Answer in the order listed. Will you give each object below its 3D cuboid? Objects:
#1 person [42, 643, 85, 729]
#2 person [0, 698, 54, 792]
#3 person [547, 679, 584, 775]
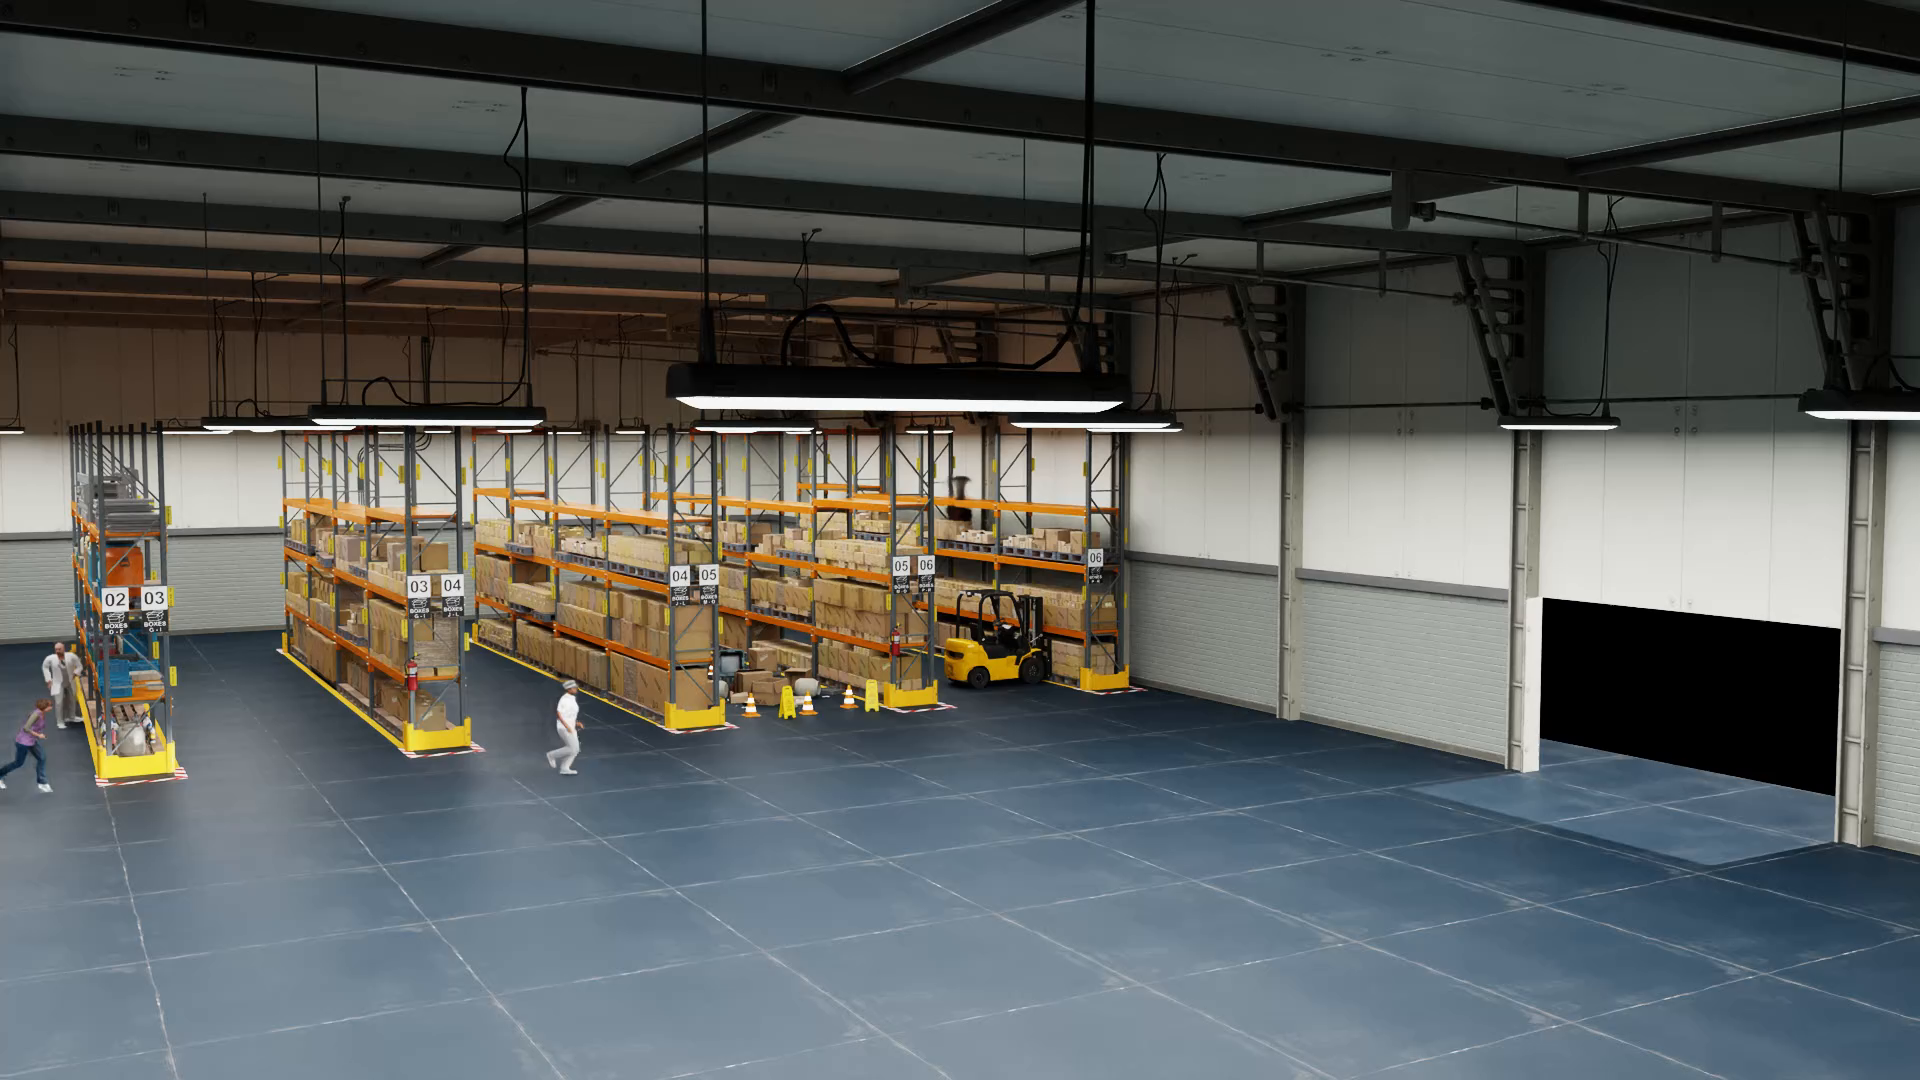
[{"bbox_3d":[-17.671,2.853,32.859,0.759,1.704,0.958,-3,5,-42],"label":"person"},{"bbox_3d":[-15.110,3.325,26.794,0.920,1.545,0.577,-1,4,-13],"label":"person"},{"bbox_3d":[-6.701,3.174,28.203,0.574,1.625,0.563,0,4,3],"label":"person"}]
